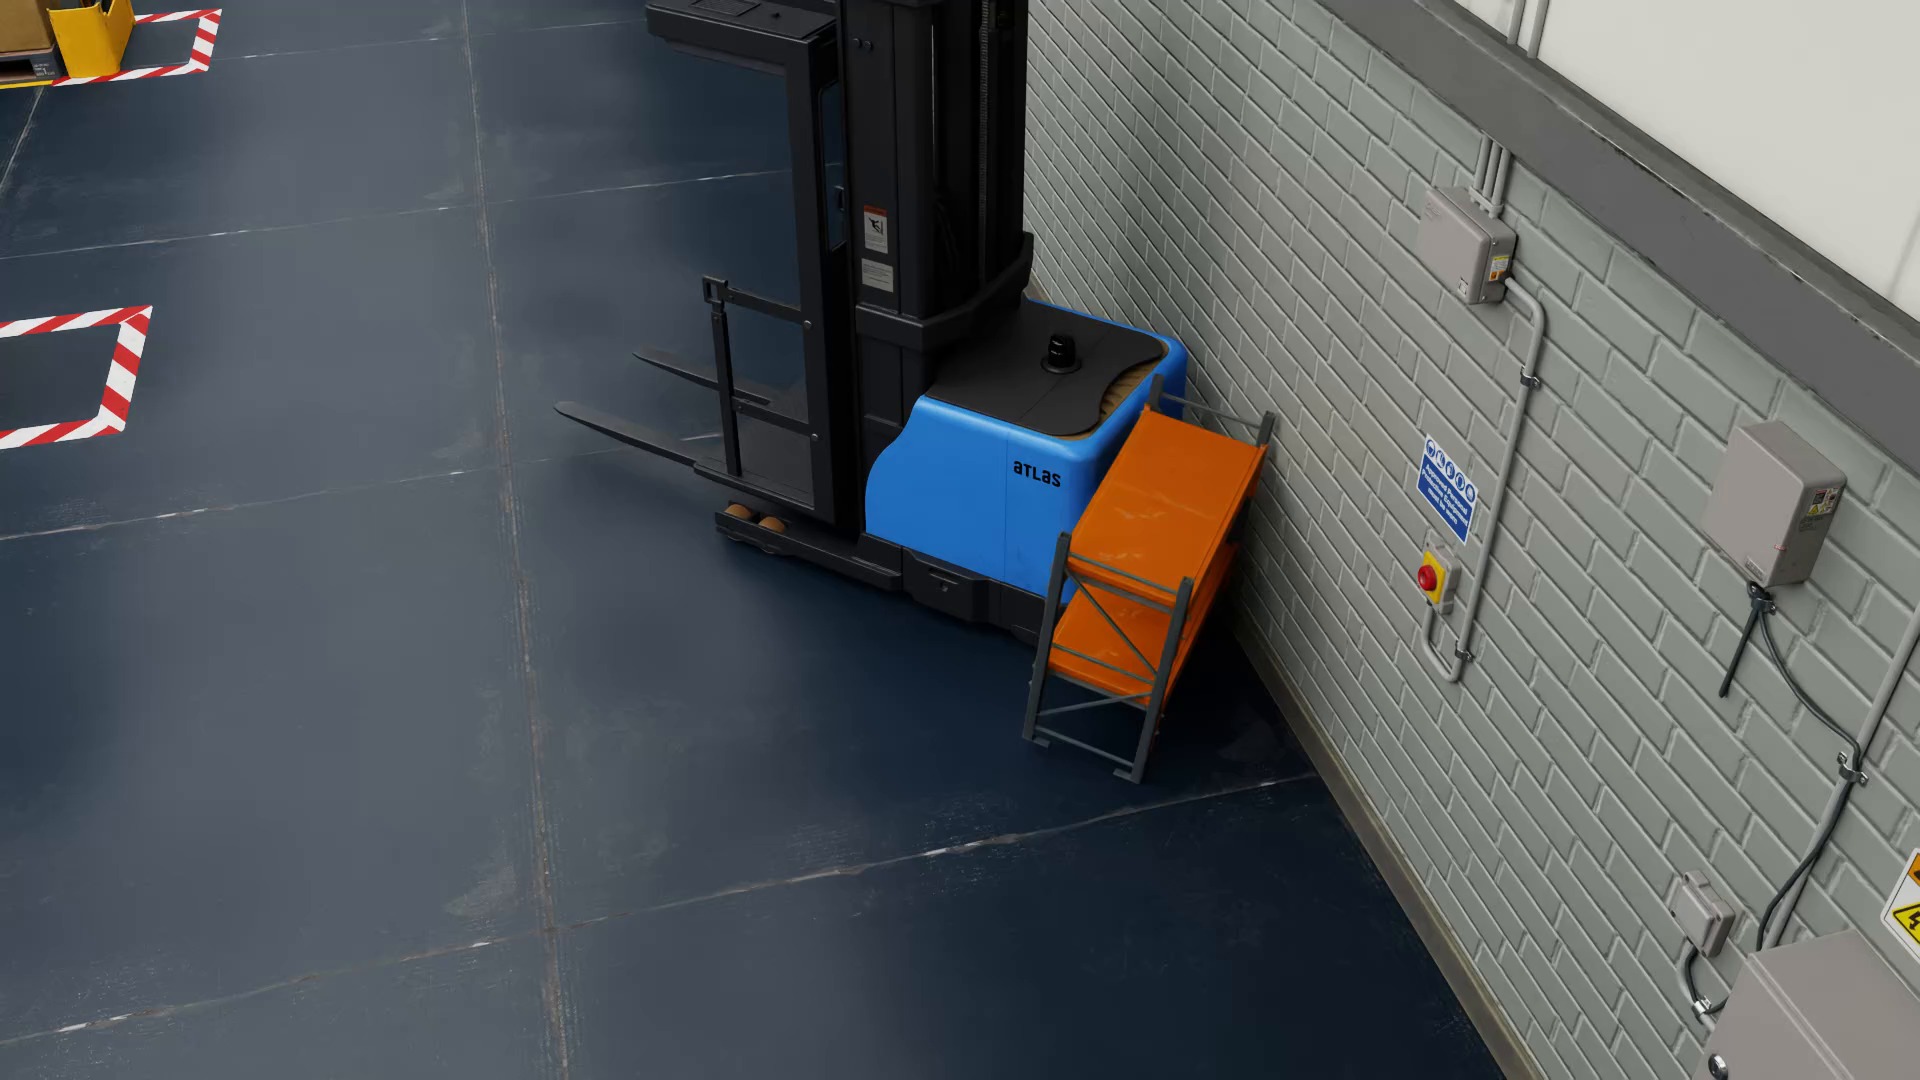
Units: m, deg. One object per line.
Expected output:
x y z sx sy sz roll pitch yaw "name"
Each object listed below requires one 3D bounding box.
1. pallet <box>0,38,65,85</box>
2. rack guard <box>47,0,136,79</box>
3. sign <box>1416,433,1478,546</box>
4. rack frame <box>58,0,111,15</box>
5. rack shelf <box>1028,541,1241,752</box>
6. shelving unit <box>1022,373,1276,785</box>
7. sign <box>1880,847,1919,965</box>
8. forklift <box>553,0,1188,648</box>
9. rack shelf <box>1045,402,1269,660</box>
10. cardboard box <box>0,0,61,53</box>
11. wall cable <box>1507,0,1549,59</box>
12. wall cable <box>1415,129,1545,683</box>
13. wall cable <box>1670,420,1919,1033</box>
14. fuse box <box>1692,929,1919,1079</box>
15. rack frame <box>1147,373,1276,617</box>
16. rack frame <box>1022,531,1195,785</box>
-7.278 -3.643 12.338 1.213 0.211 1.003 -9 38 -12 "pallet"
-6.504 -3.934 12.481 0.348 0.500 1.175 -9 38 -12 "rack guard"
1.541 -0.162 5.271 0.001 0.218 0.327 -9 38 -12 "sign"
-6.527 -4.923 11.717 0.127 3.000 1.000 -9 38 -12 "rack frame"
0.713 0.323 6.684 0.538 0.278 1.000 21 46 14 "rack shelf"
0.734 0.149 6.513 0.538 1.125 1.048 21 46 14 "shelving unit"
2.087 0.845 3.497 0.001 0.242 0.339 -9 38 -12 "sign"
-0.544 -1.357 7.112 3.031 2.935 1.130 20 42 24 "forklift"
0.759 -0.059 6.309 0.538 0.278 1.000 21 46 14 "rack shelf"
-7.124 -4.097 12.041 0.875 0.875 0.875 -9 38 -12 "cardboard box"
1.475 -2.559 3.689 0.029 3.000 0.463 -9 38 -12 "wall cable"
1.494 -0.433 4.985 0.123 1.953 0.585 -9 38 -12 "wall cable"
1.875 0.410 3.909 0.122 1.984 0.588 -9 38 -12 "wall cable"
1.901 1.750 4.054 0.414 1.711 0.539 -9 38 -12 "fuse box"
0.940 -0.163 6.858 0.500 1.125 0.032 21 46 14 "rack frame"
0.528 0.461 6.169 0.500 1.125 0.032 21 46 14 "rack frame"
